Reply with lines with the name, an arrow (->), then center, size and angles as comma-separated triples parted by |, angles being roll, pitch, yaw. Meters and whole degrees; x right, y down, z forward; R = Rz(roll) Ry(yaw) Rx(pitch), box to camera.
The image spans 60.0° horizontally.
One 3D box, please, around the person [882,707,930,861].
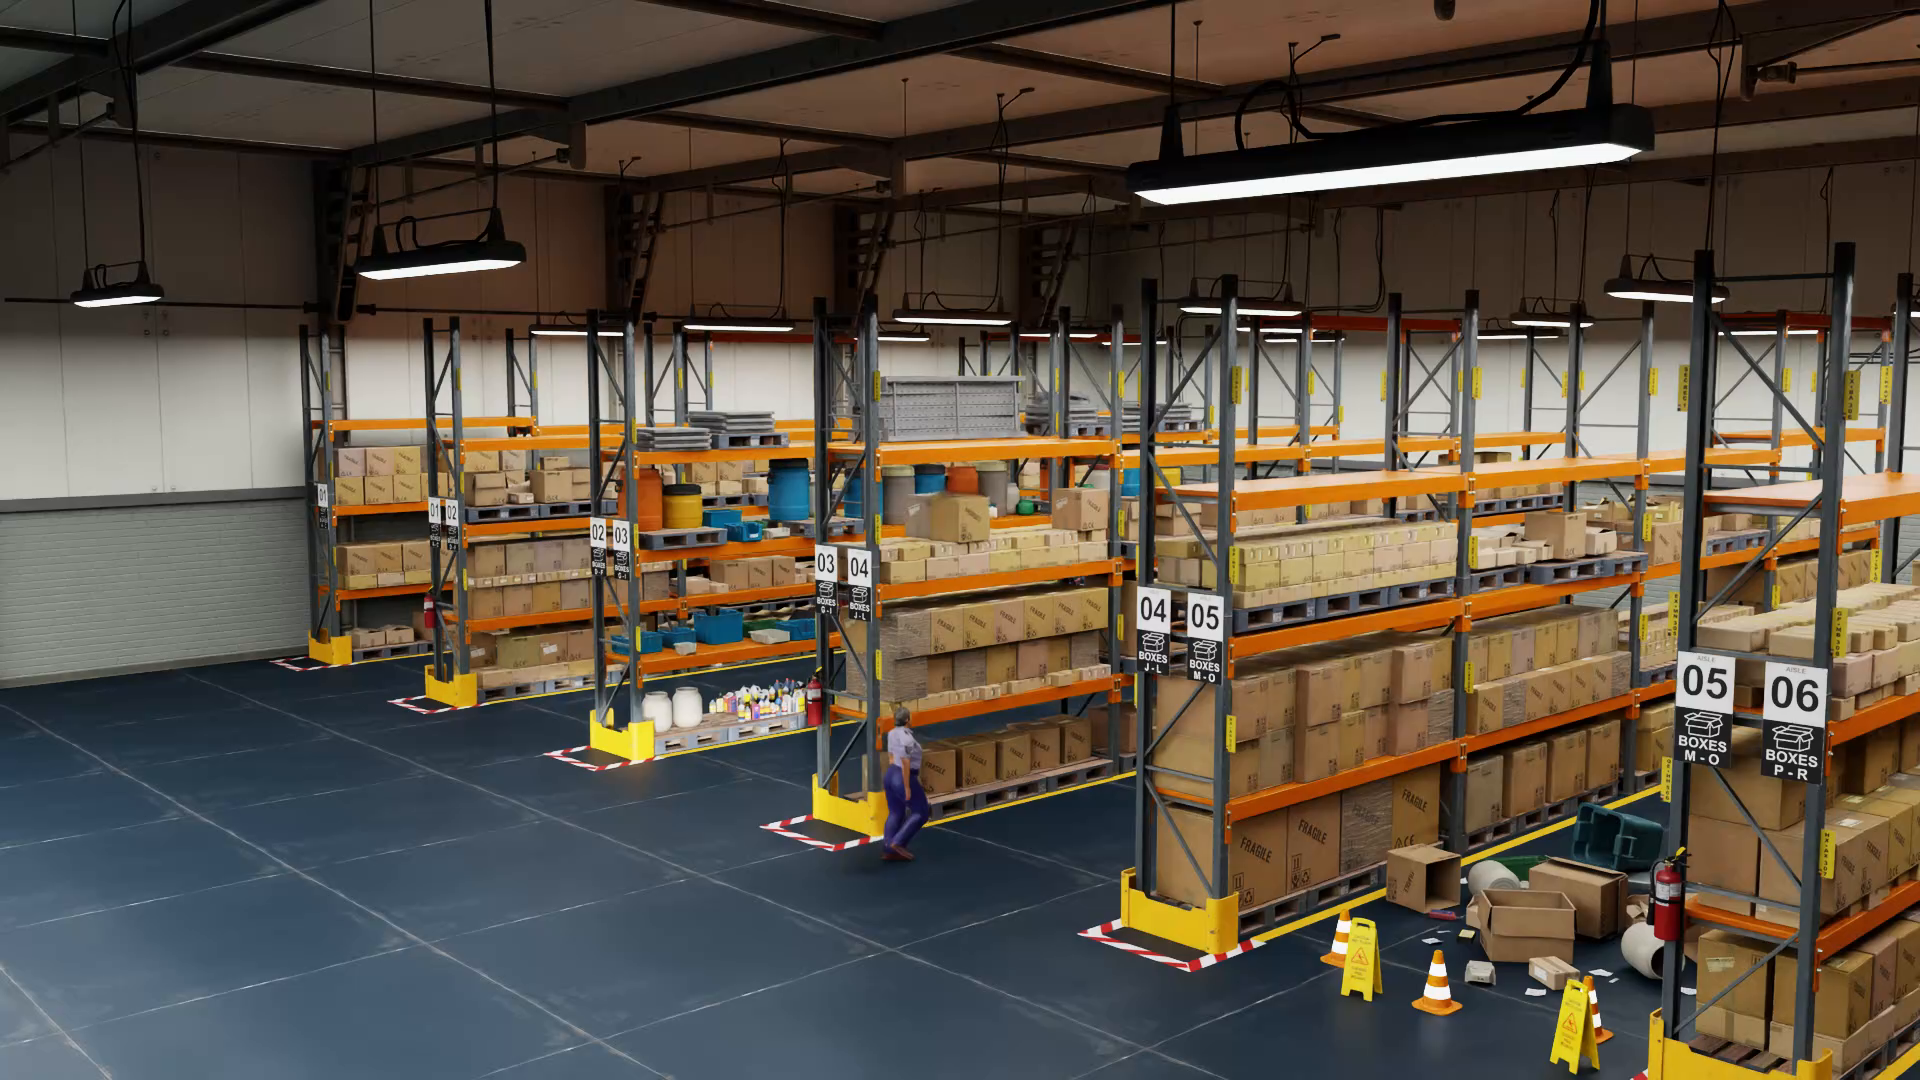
person -> -0.605, 2.572, 17.583 | 0.459, 1.633, 0.532 | -3, 7, -28
